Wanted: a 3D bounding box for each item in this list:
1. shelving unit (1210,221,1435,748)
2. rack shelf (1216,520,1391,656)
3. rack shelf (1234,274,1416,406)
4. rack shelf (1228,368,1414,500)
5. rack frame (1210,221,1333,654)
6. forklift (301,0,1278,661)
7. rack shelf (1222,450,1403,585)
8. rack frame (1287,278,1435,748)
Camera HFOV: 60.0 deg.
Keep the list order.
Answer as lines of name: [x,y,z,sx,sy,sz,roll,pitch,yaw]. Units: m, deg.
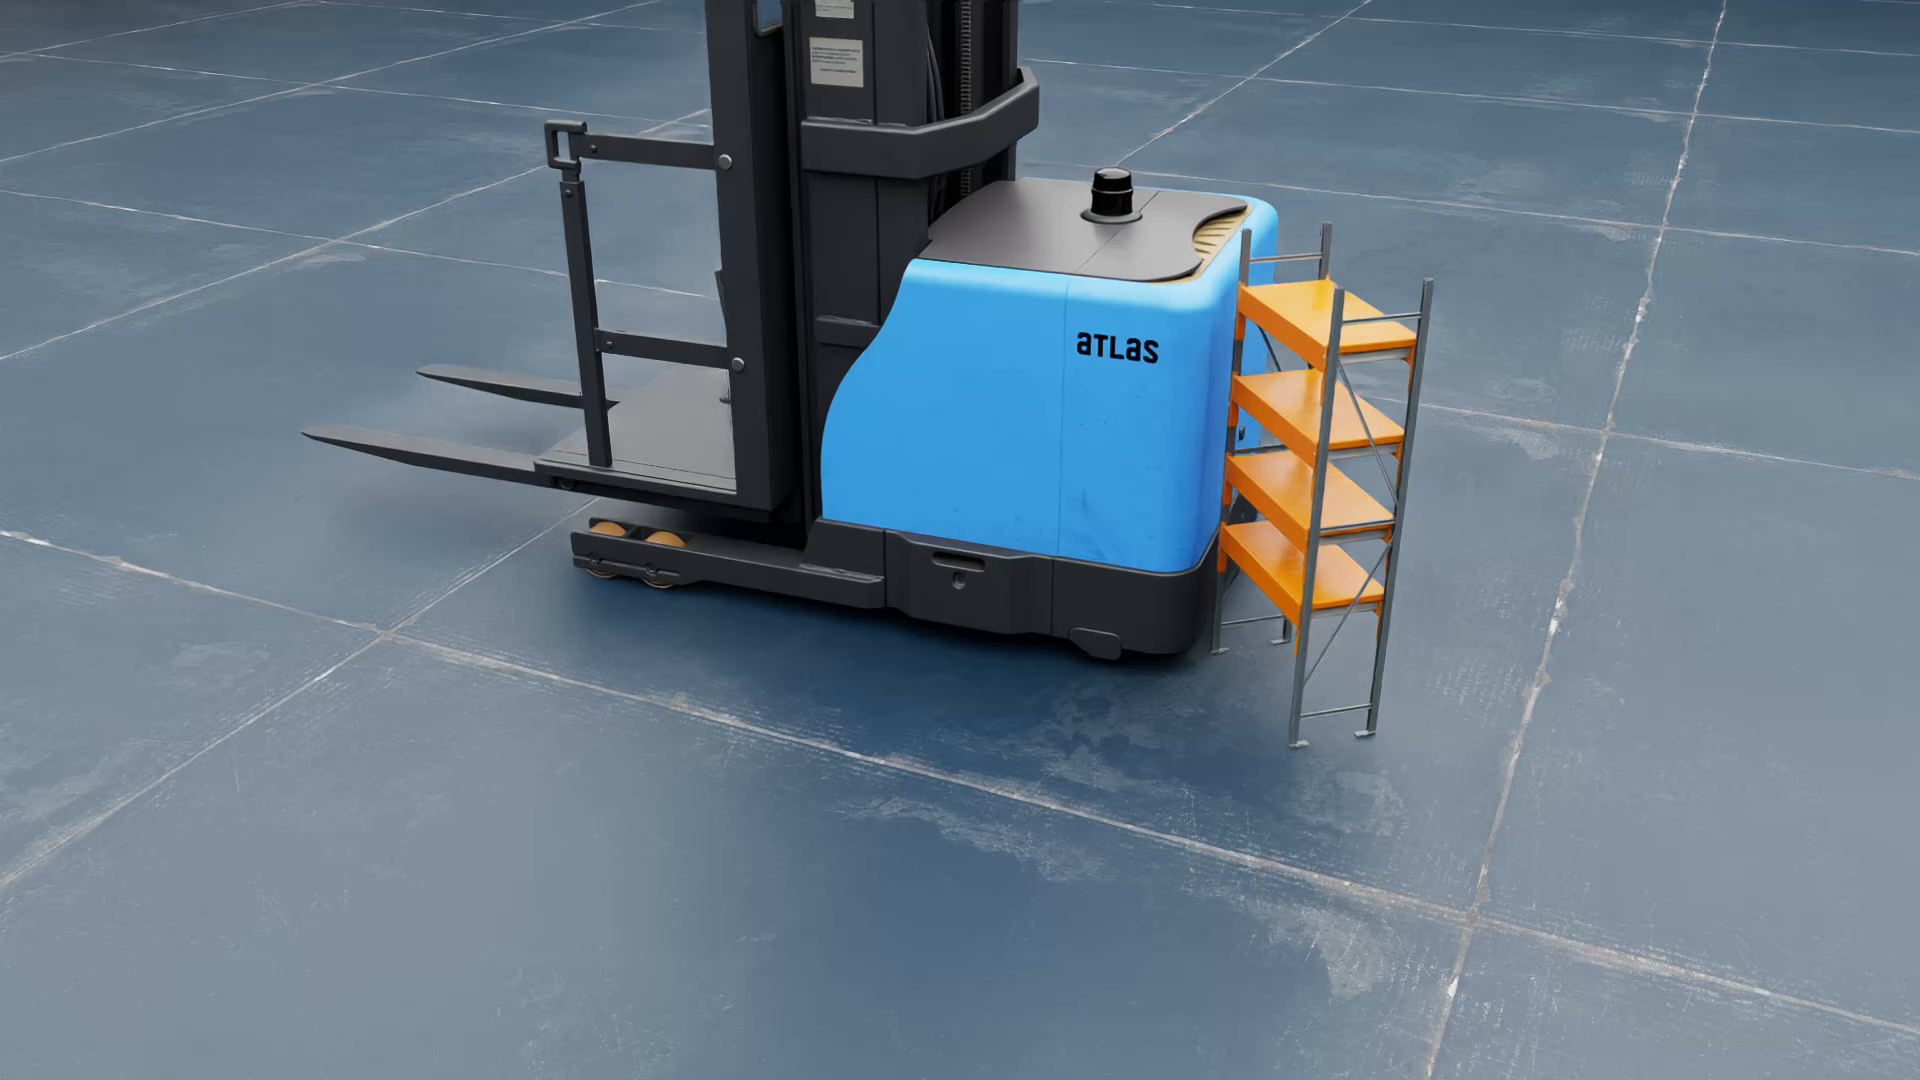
shelving unit: [0.877,-0.135,4.166,0.258,1.200,0.503,-7,27,-14]
rack shelf: [0.877,0.103,4.284,0.258,0.148,0.480,-7,27,-14]
rack shelf: [0.877,-0.488,3.993,0.258,0.148,0.480,-7,27,-14]
rack shelf: [0.877,-0.275,4.097,0.258,0.148,0.480,-7,27,-14]
rack frame: [0.811,-0.239,4.377,0.240,1.200,0.015,-7,27,-14]
forklift: [-0.635,-1.377,4.729,3.031,2.935,1.130,9,28,18]
rack shelf: [0.877,-0.075,4.196,0.258,0.148,0.480,-7,27,-14]
rack frame: [0.943,-0.031,3.955,0.240,1.200,0.015,-7,27,-14]
